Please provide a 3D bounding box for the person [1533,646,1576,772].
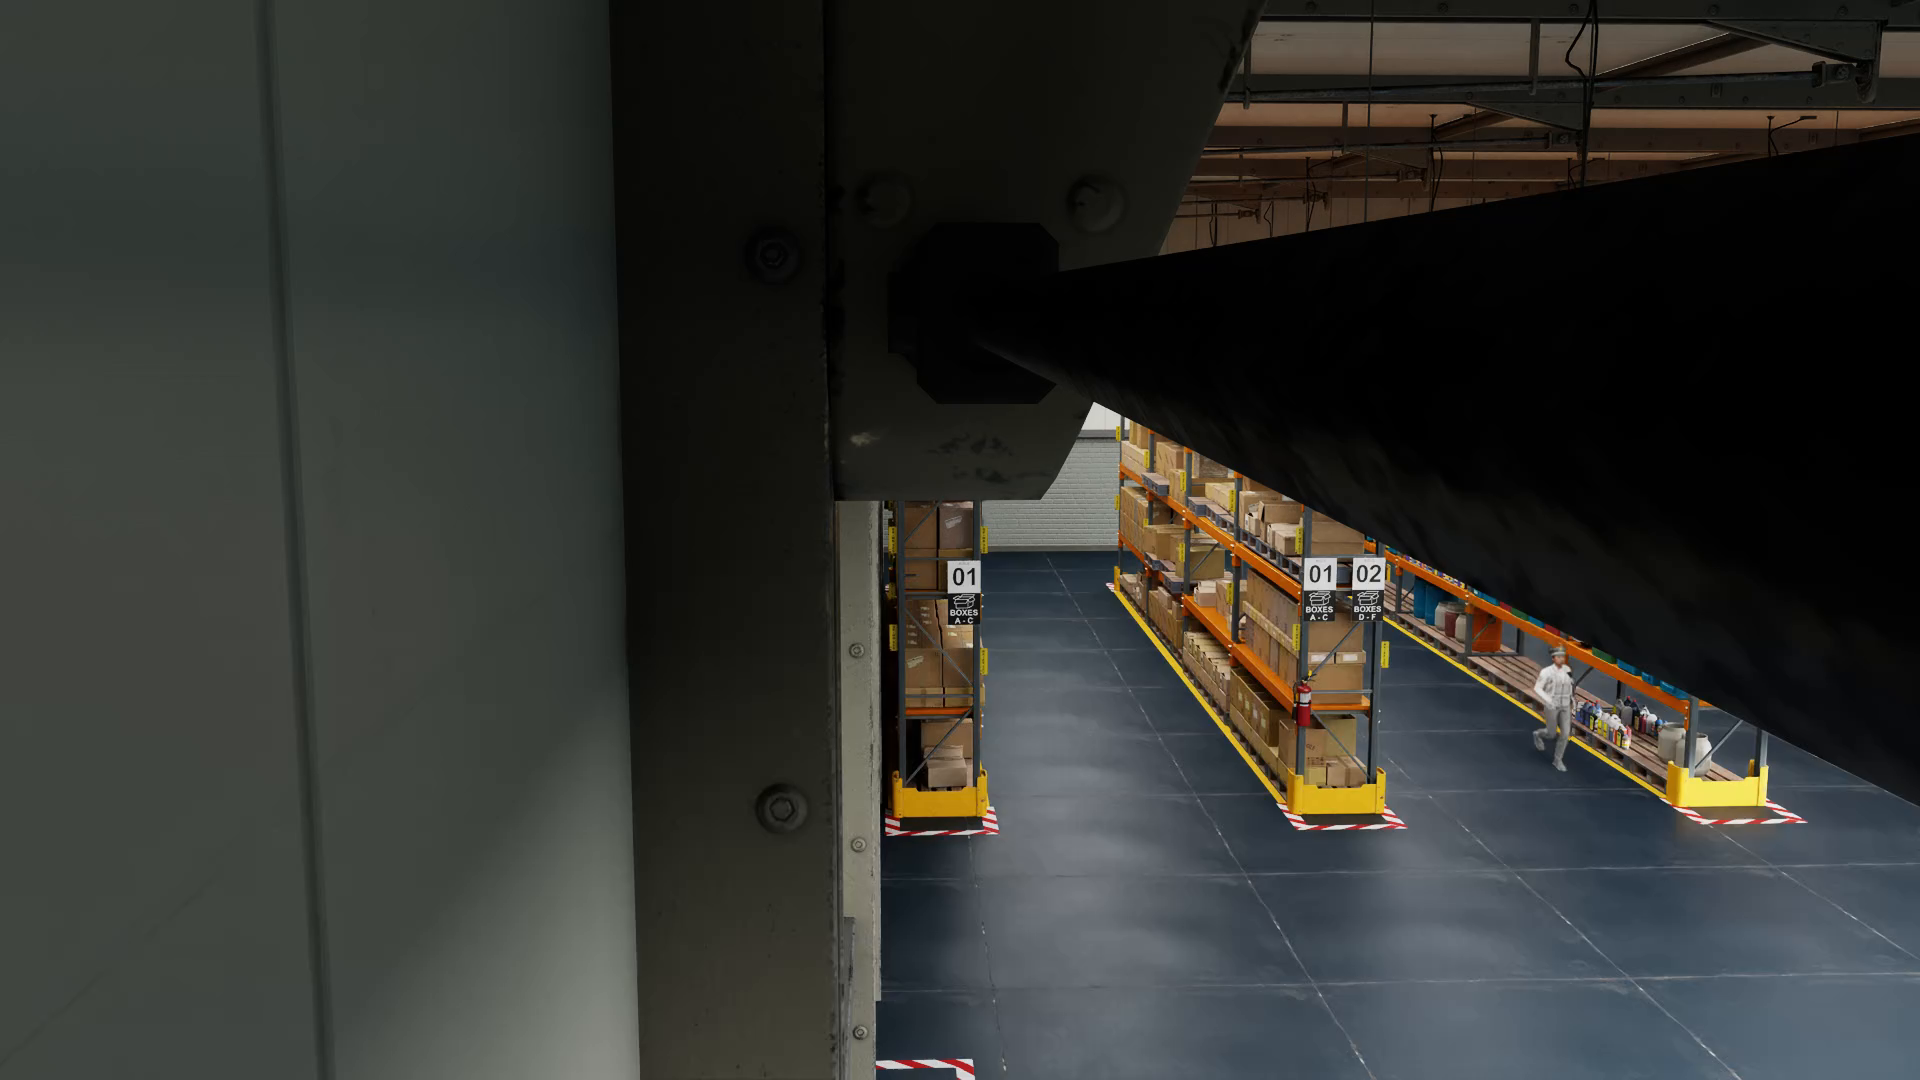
[{"bbox_3d":[8.142,2.262,22.732,0.617,1.682,0.747,-1,8,-7],"label":"person"}]
